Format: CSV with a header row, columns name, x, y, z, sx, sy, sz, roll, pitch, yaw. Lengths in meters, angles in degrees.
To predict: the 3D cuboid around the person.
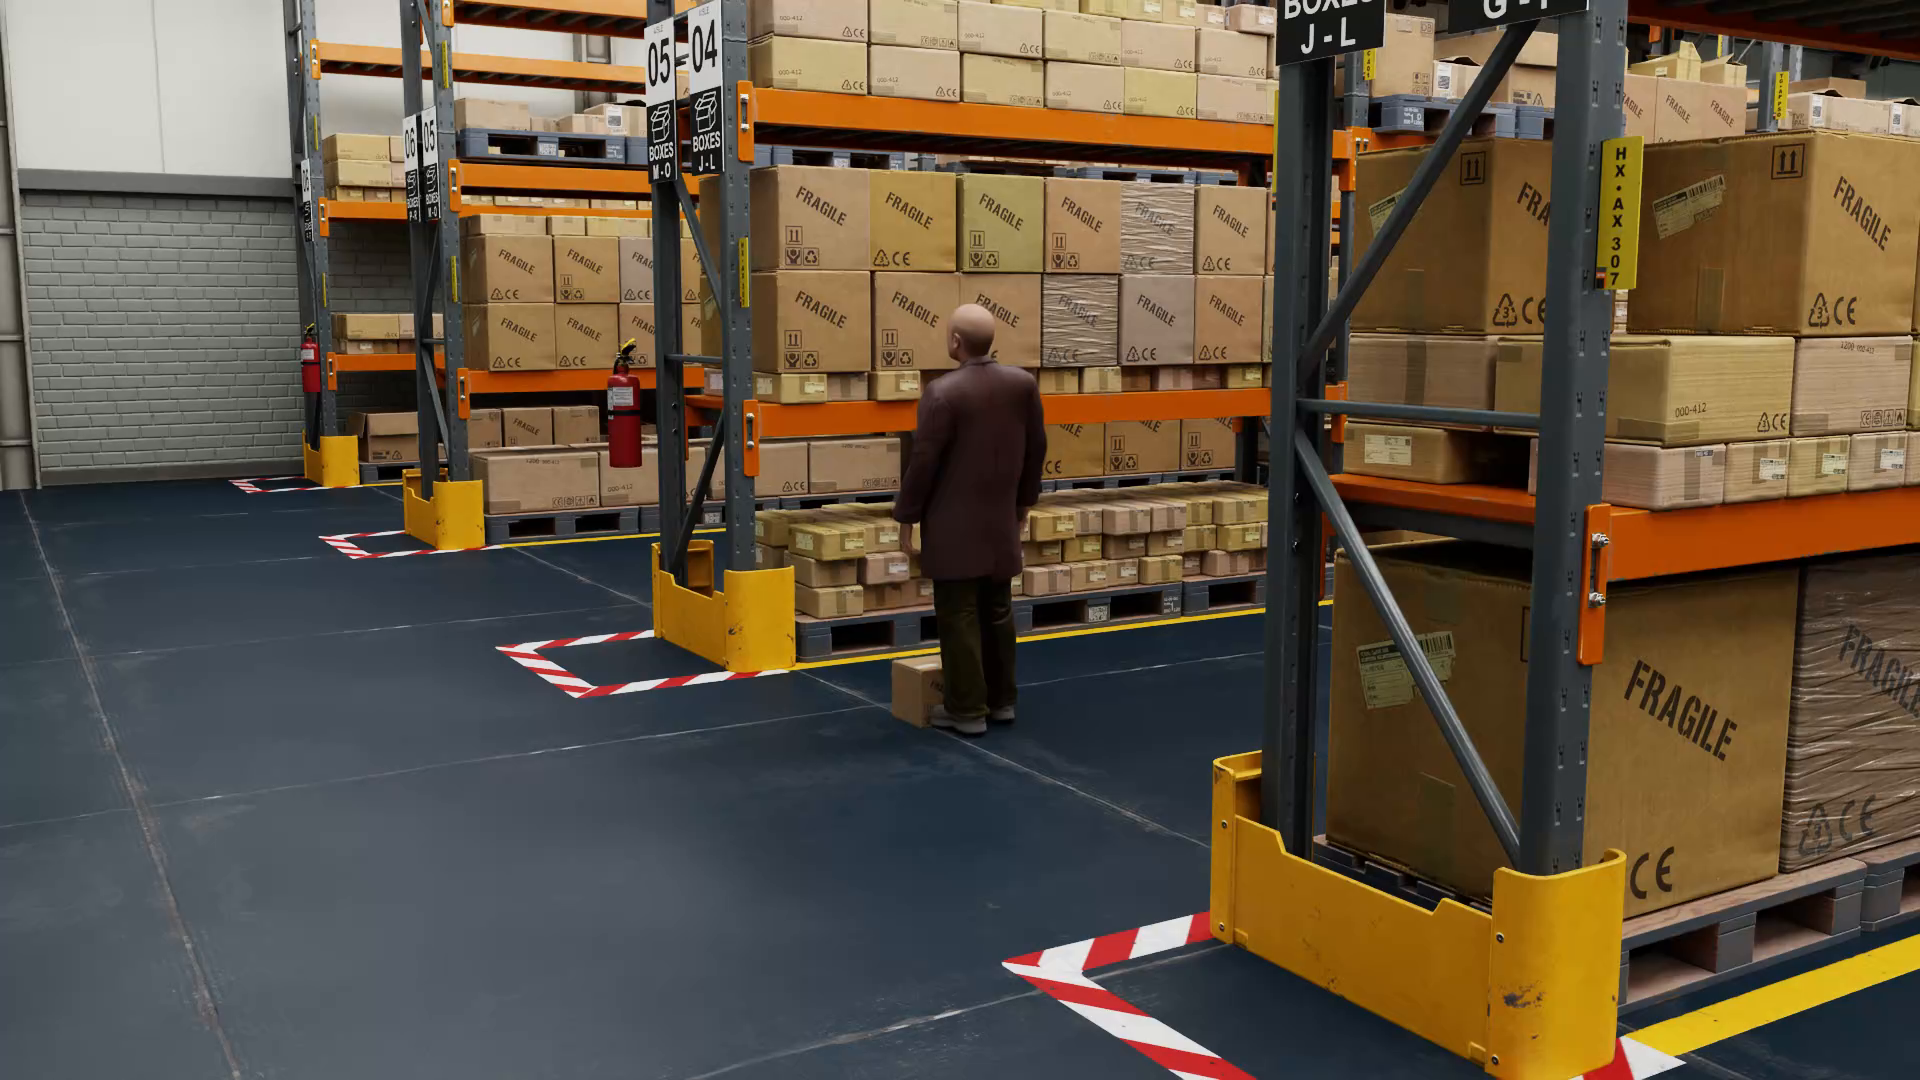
name,x,y,z,sx,sy,sz,roll,pitch,yaw
person,-0.004,-0.090,6.955,0.678,1.776,0.581,-5,9,-31
